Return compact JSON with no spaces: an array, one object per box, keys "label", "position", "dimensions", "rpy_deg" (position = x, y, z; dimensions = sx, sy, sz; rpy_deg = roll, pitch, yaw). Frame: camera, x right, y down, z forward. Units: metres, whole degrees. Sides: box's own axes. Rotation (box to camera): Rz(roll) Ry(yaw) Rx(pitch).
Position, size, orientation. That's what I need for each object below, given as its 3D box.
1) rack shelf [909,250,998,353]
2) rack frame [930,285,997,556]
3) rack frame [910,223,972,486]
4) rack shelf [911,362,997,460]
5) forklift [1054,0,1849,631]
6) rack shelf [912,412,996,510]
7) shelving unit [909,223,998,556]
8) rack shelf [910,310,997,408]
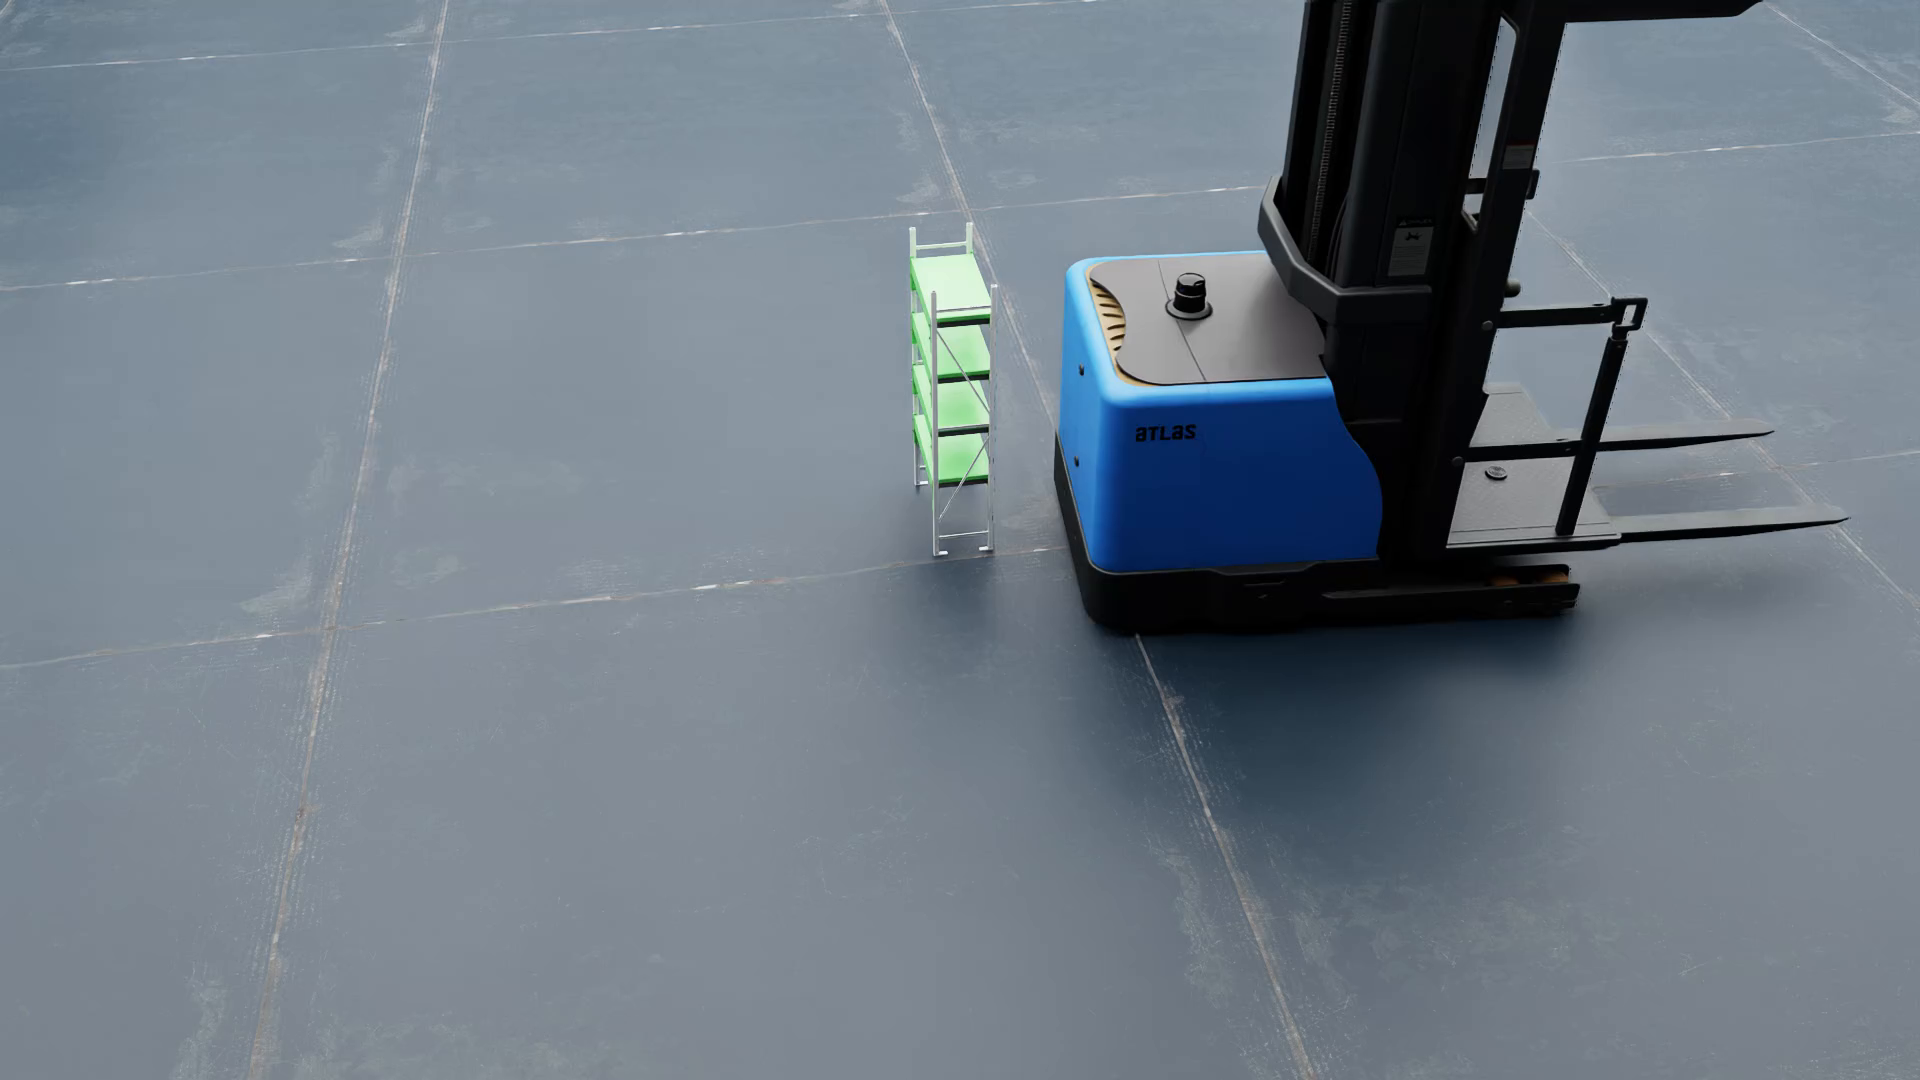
[{"label":"rack shelf","position":[-0.029,-0.902,6.255],"dimensions":[0.258,0.148,0.480],"rpy_deg":[-6,38,-8]},{"label":"rack frame","position":[0.014,-0.426,6.321],"dimensions":[0.240,1.200,0.015],"rpy_deg":[-6,38,-8]},{"label":"rack frame","position":[-0.072,-0.721,6.700],"dimensions":[0.240,1.200,0.015],"rpy_deg":[-6,38,-8]},{"label":"rack shelf","position":[-0.029,-0.523,6.550],"dimensions":[0.258,0.148,0.480],"rpy_deg":[-6,38,-8]},{"label":"forklift","position":[1.940,-1.185,5.887],"dimensions":[3.031,2.935,1.130],"rpy_deg":[-3,38,-4]},{"label":"rack shelf","position":[-0.029,-0.334,6.697],"dimensions":[0.258,0.148,0.480],"rpy_deg":[-6,38,-8]},{"label":"shelving unit","position":[-0.029,-0.574,6.511],"dimensions":[0.258,1.200,0.503],"rpy_deg":[-6,38,-8]},{"label":"rack shelf","position":[-0.029,-0.713,6.403],"dimensions":[0.258,0.148,0.480],"rpy_deg":[-6,38,-8]}]
